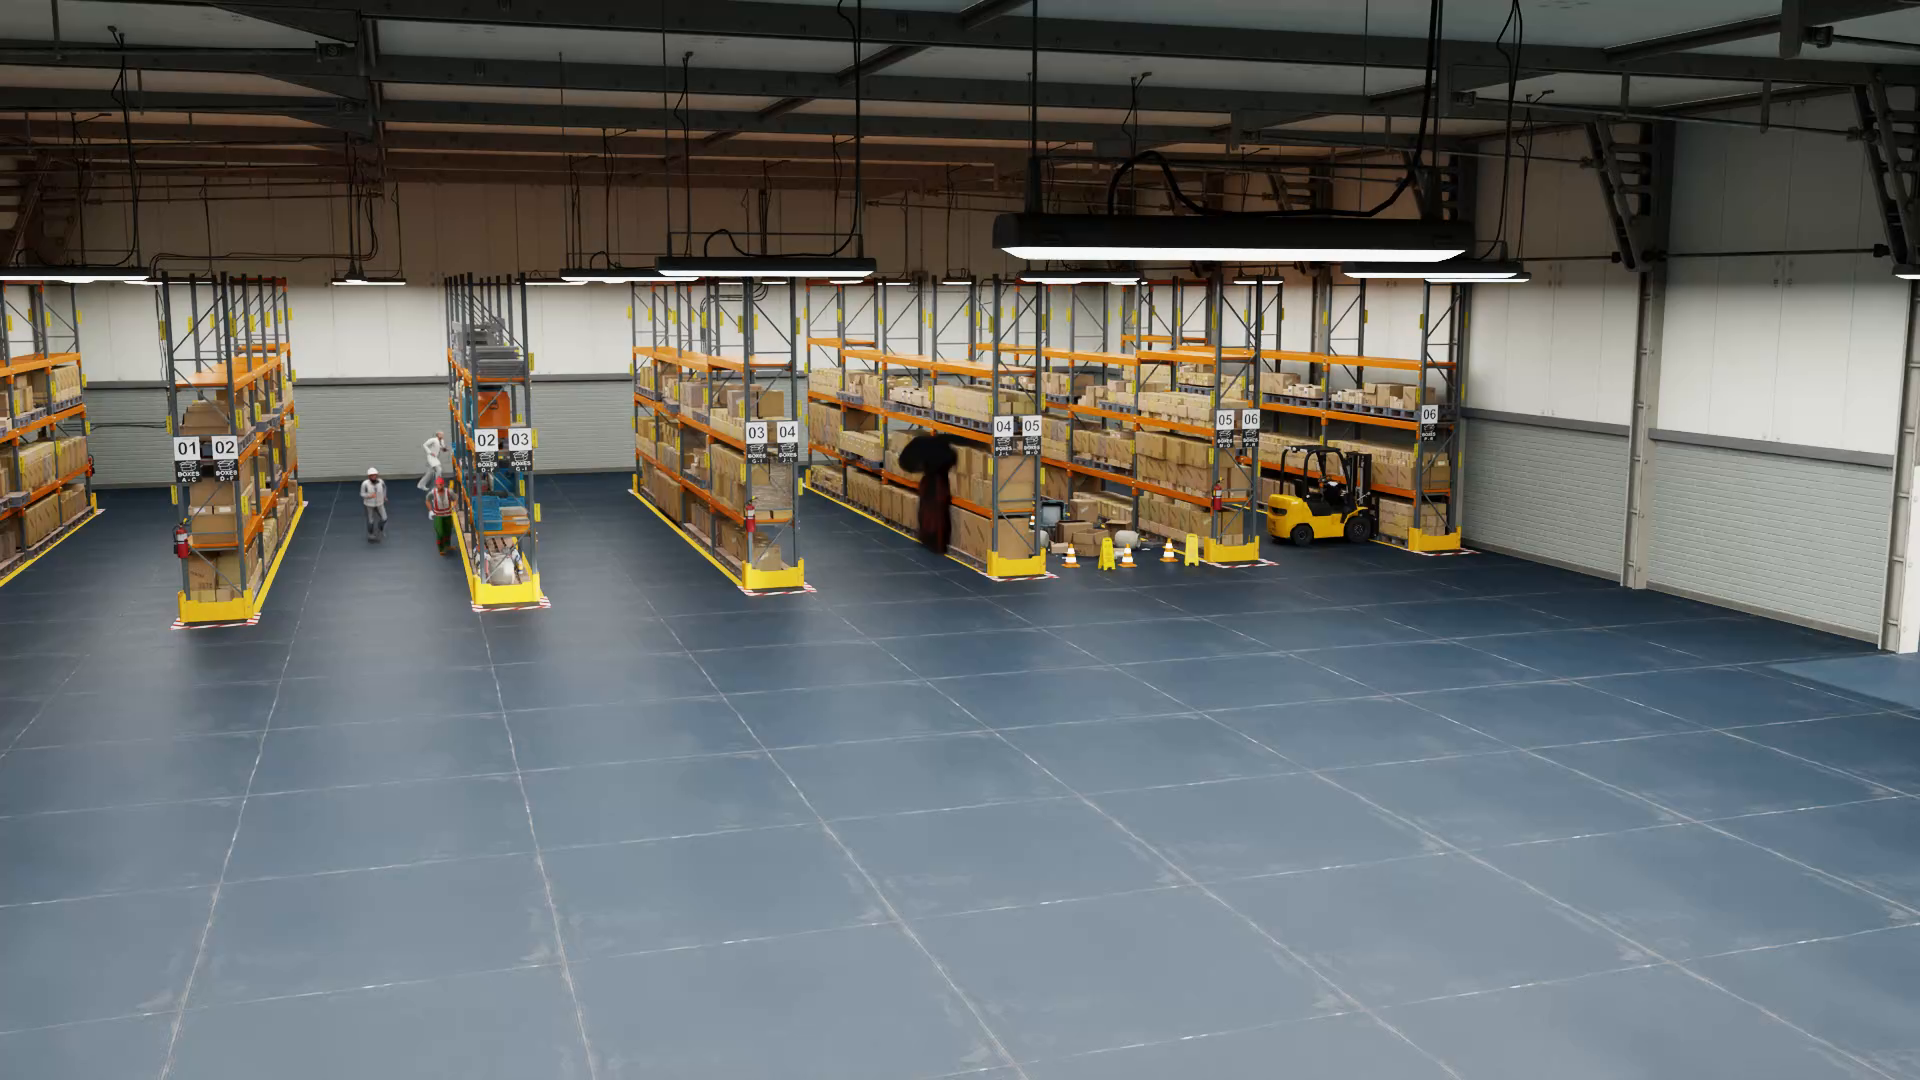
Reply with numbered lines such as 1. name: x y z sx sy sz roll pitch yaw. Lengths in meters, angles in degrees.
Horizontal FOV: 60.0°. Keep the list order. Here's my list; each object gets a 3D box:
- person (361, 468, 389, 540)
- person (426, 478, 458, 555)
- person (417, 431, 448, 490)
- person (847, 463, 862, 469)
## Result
1. person: -13.328 -0.825 37.884 0.657 1.676 0.932 -6 10 -33
2. person: -11.182 -0.534 36.038 0.697 1.704 0.908 -6 10 -34
3. person: -15.021 -2.269 47.457 0.924 1.711 0.709 1 9 7
4. person: -3.193 -2.532 49.593 0.818 1.610 0.531 0 9 -3
